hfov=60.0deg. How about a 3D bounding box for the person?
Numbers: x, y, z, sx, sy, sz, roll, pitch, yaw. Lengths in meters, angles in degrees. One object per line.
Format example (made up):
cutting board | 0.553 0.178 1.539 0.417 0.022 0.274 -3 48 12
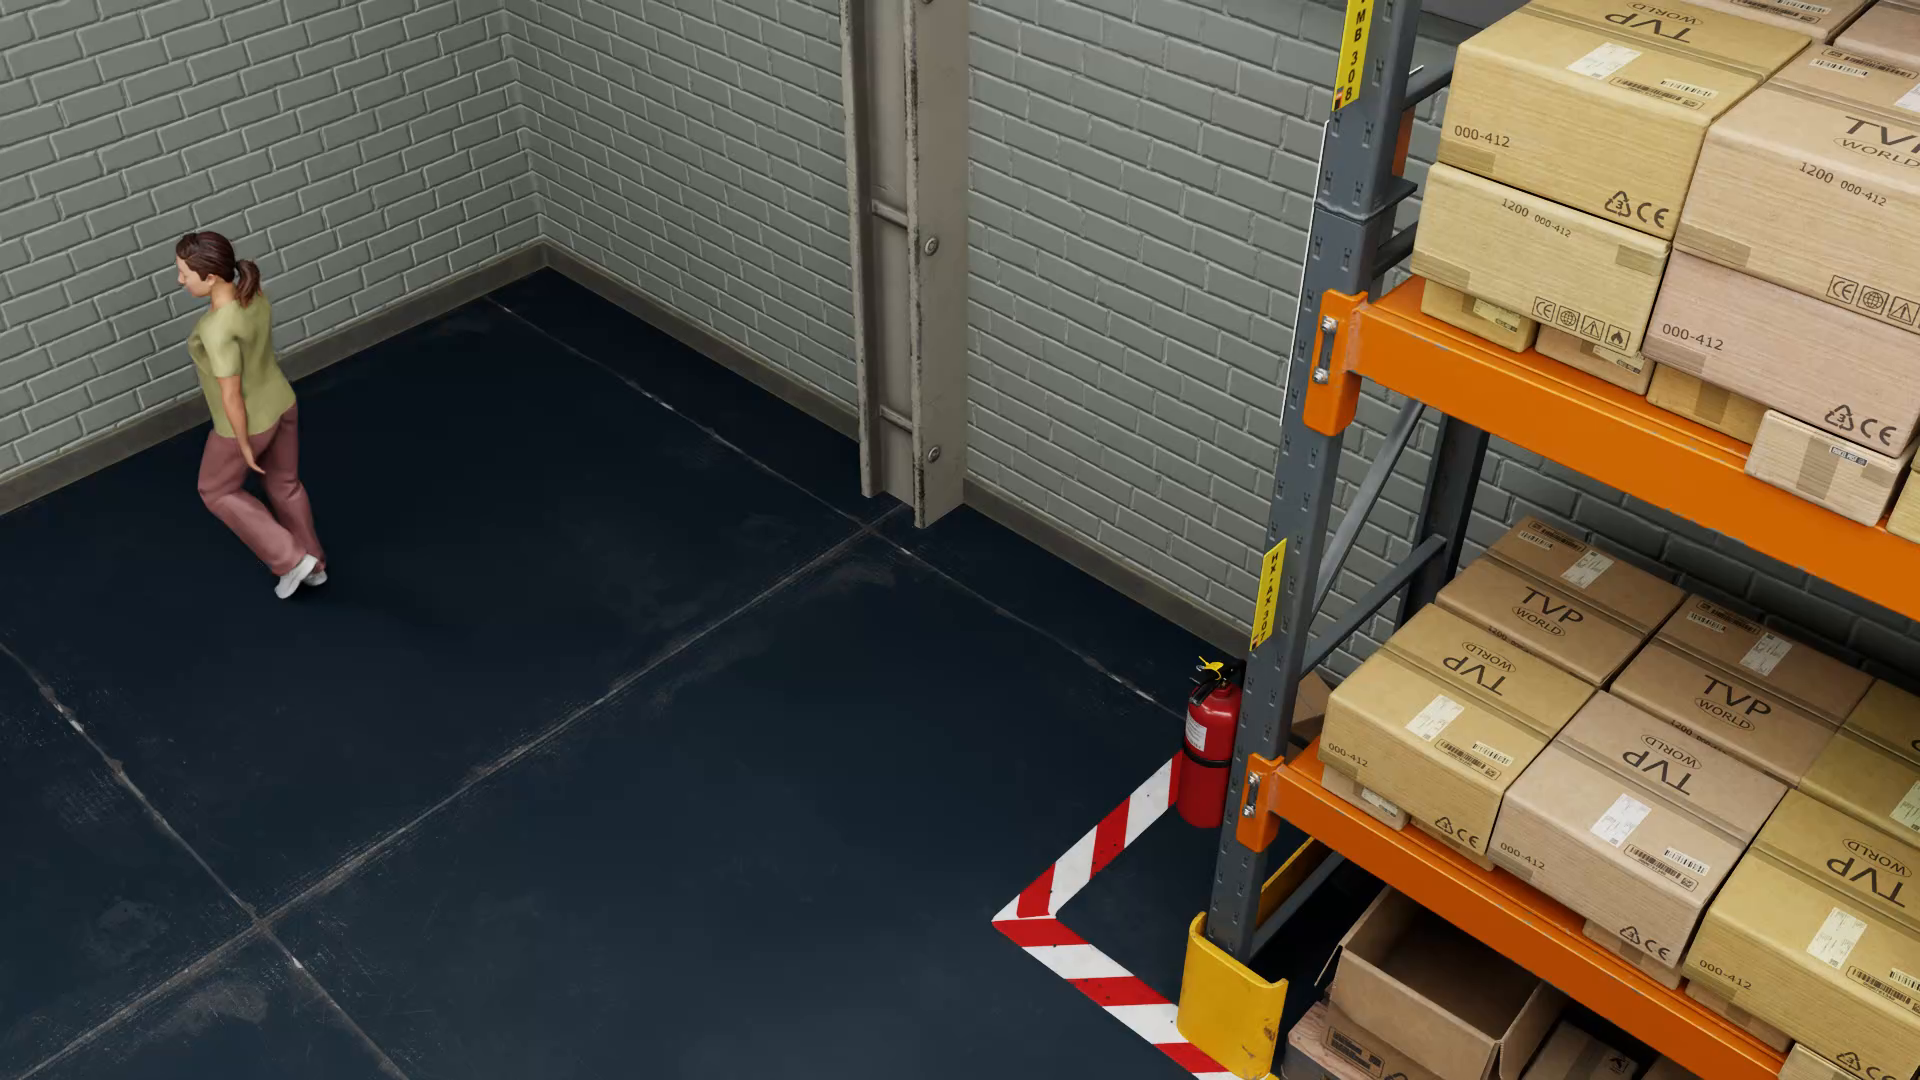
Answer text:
person | -2.880 -0.509 6.714 0.437 1.634 0.464 10 41 12
